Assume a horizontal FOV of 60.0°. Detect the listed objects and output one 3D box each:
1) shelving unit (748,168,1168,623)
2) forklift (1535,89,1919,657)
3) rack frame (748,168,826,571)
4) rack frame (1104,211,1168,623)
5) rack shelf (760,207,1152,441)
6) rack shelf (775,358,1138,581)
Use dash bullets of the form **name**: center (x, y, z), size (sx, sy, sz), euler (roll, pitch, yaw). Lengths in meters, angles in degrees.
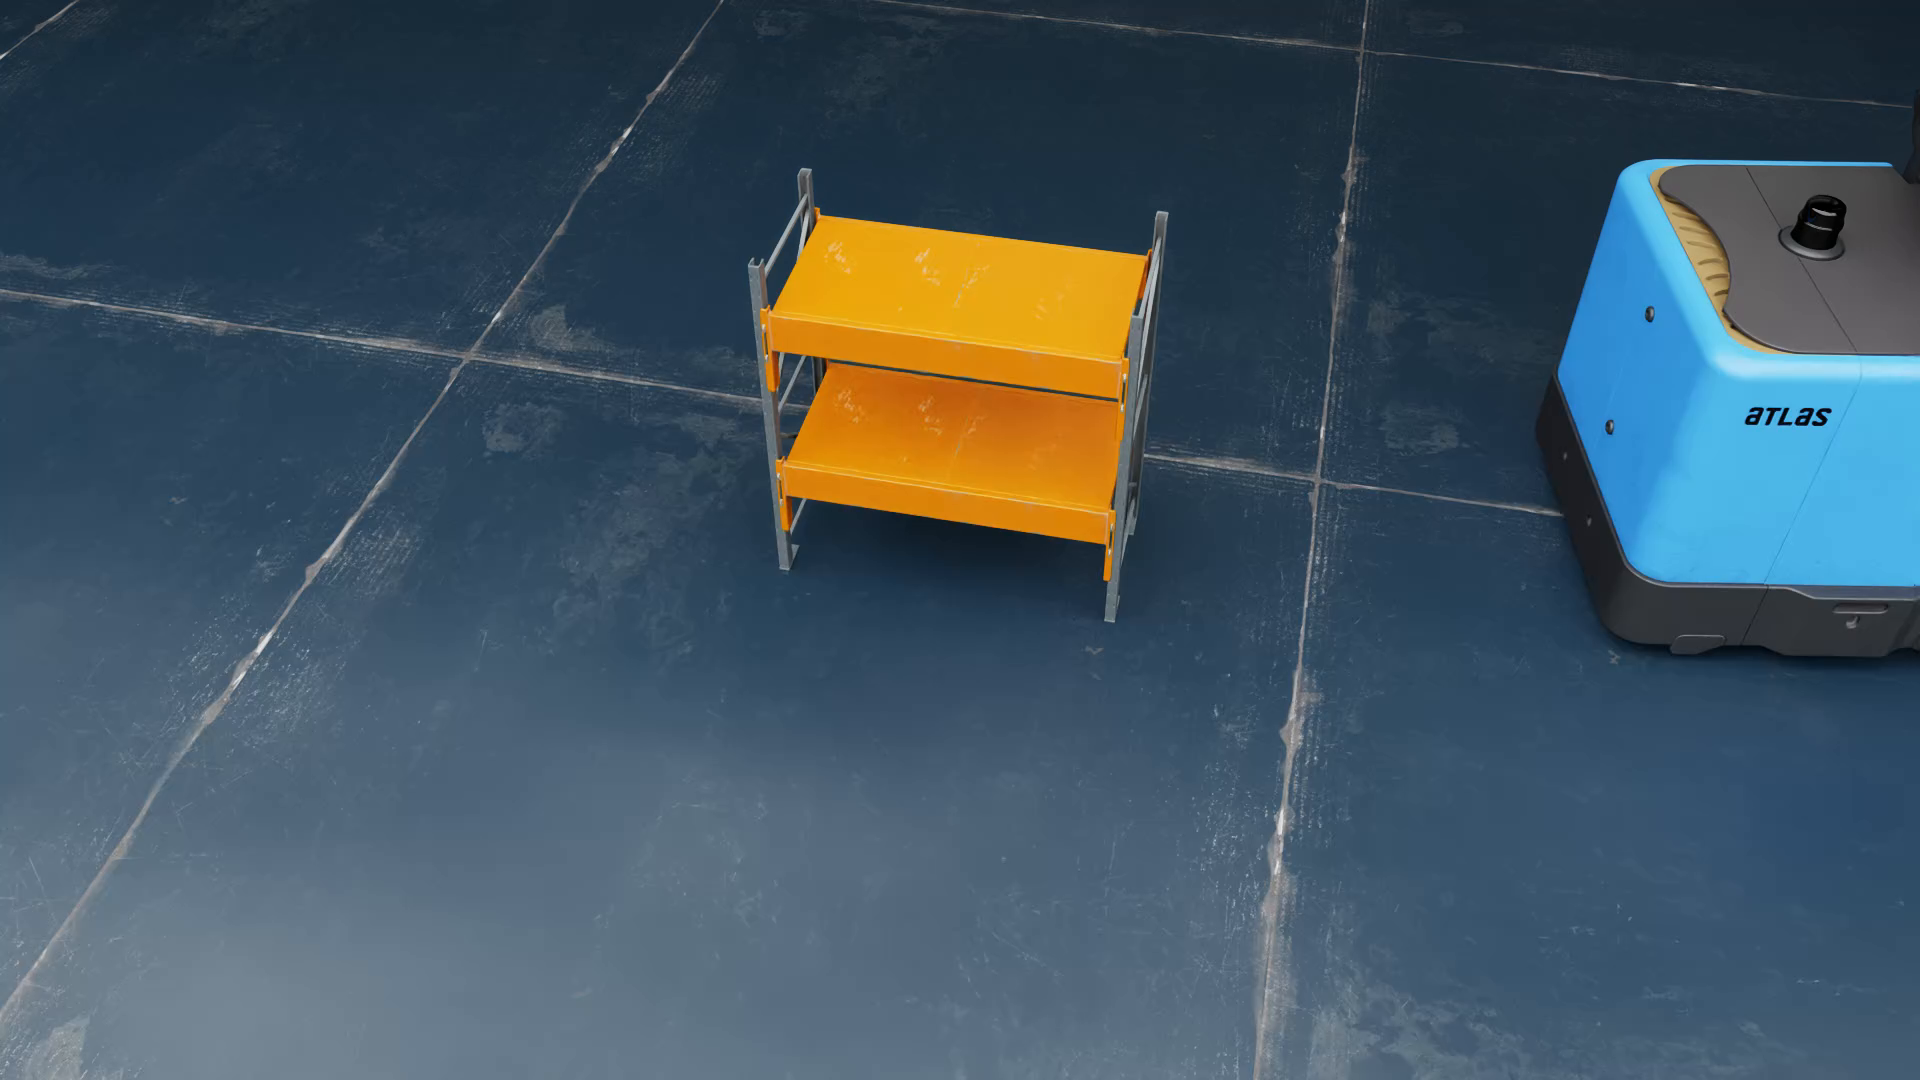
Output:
- **shelving unit**: center (0.007, -0.404, 4.859), size (1.048, 1.125, 0.538), euler (9, 45, 9)
- **forklift**: center (3.414, -1.044, 4.221), size (3.031, 2.935, 1.130), euler (1, 44, 1)
- **rack frame**: center (-0.489, -0.481, 4.939), size (0.032, 1.125, 0.500), euler (9, 45, 9)
- **rack frame**: center (0.503, -0.327, 4.779), size (0.032, 1.125, 0.500), euler (9, 45, 9)
- **rack shelf**: center (0.007, -0.615, 4.656), size (1.000, 0.278, 0.538), euler (9, 45, 9)
- **rack shelf**: center (0.007, -0.228, 5.028), size (1.000, 0.278, 0.538), euler (9, 45, 9)
